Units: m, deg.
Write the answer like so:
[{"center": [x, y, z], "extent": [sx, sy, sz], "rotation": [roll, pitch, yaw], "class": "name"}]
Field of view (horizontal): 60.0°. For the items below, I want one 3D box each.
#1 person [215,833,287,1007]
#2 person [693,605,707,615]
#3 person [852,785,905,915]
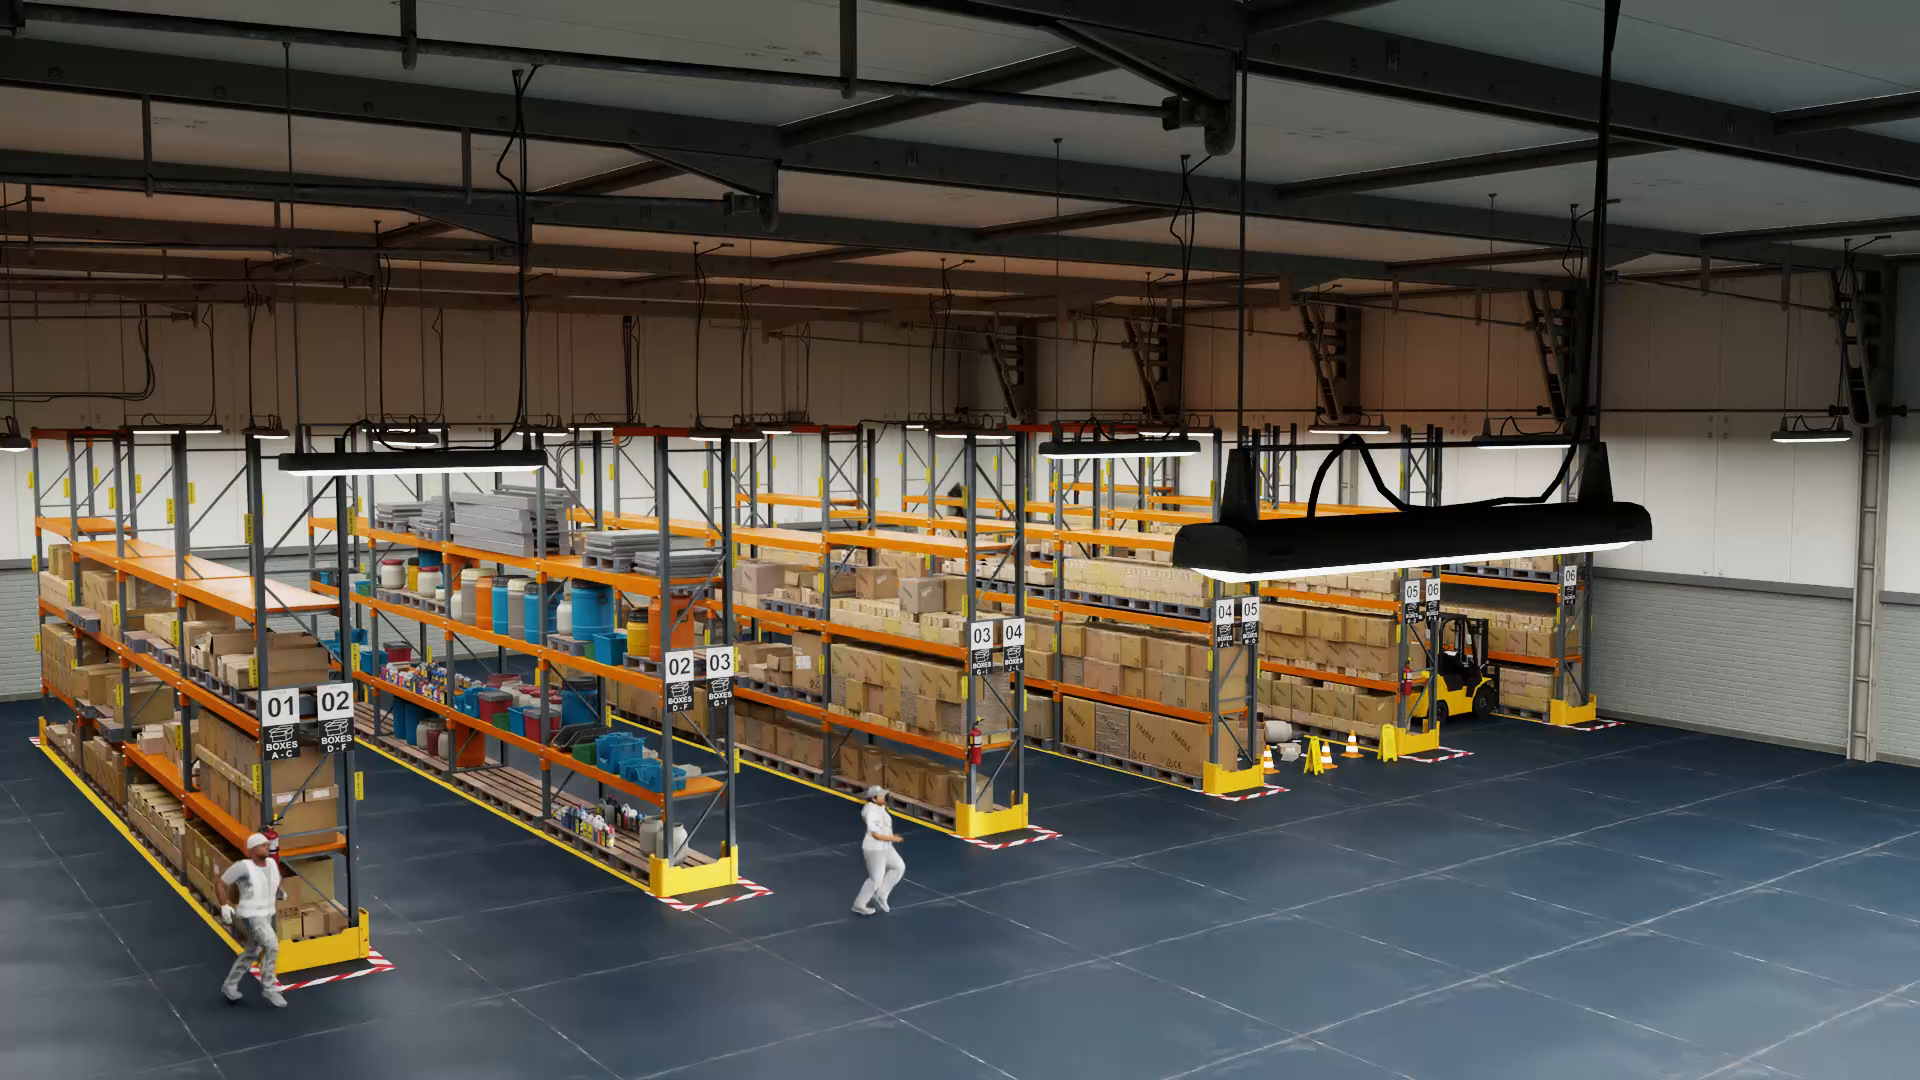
[{"center": [-7.488, 4.038, 17.815], "extent": [0.821, 1.772, 0.704], "rotation": [1, 5, 12], "class": "person"}, {"center": [-6.392, 2.311, 40.154], "extent": [0.727, 1.826, 0.941], "rotation": [1, 5, 15], "class": "person"}, {"center": [-1.023, 3.881, 20.858], "extent": [0.655, 1.652, 0.611], "rotation": [0, 4, 4], "class": "person"}]
